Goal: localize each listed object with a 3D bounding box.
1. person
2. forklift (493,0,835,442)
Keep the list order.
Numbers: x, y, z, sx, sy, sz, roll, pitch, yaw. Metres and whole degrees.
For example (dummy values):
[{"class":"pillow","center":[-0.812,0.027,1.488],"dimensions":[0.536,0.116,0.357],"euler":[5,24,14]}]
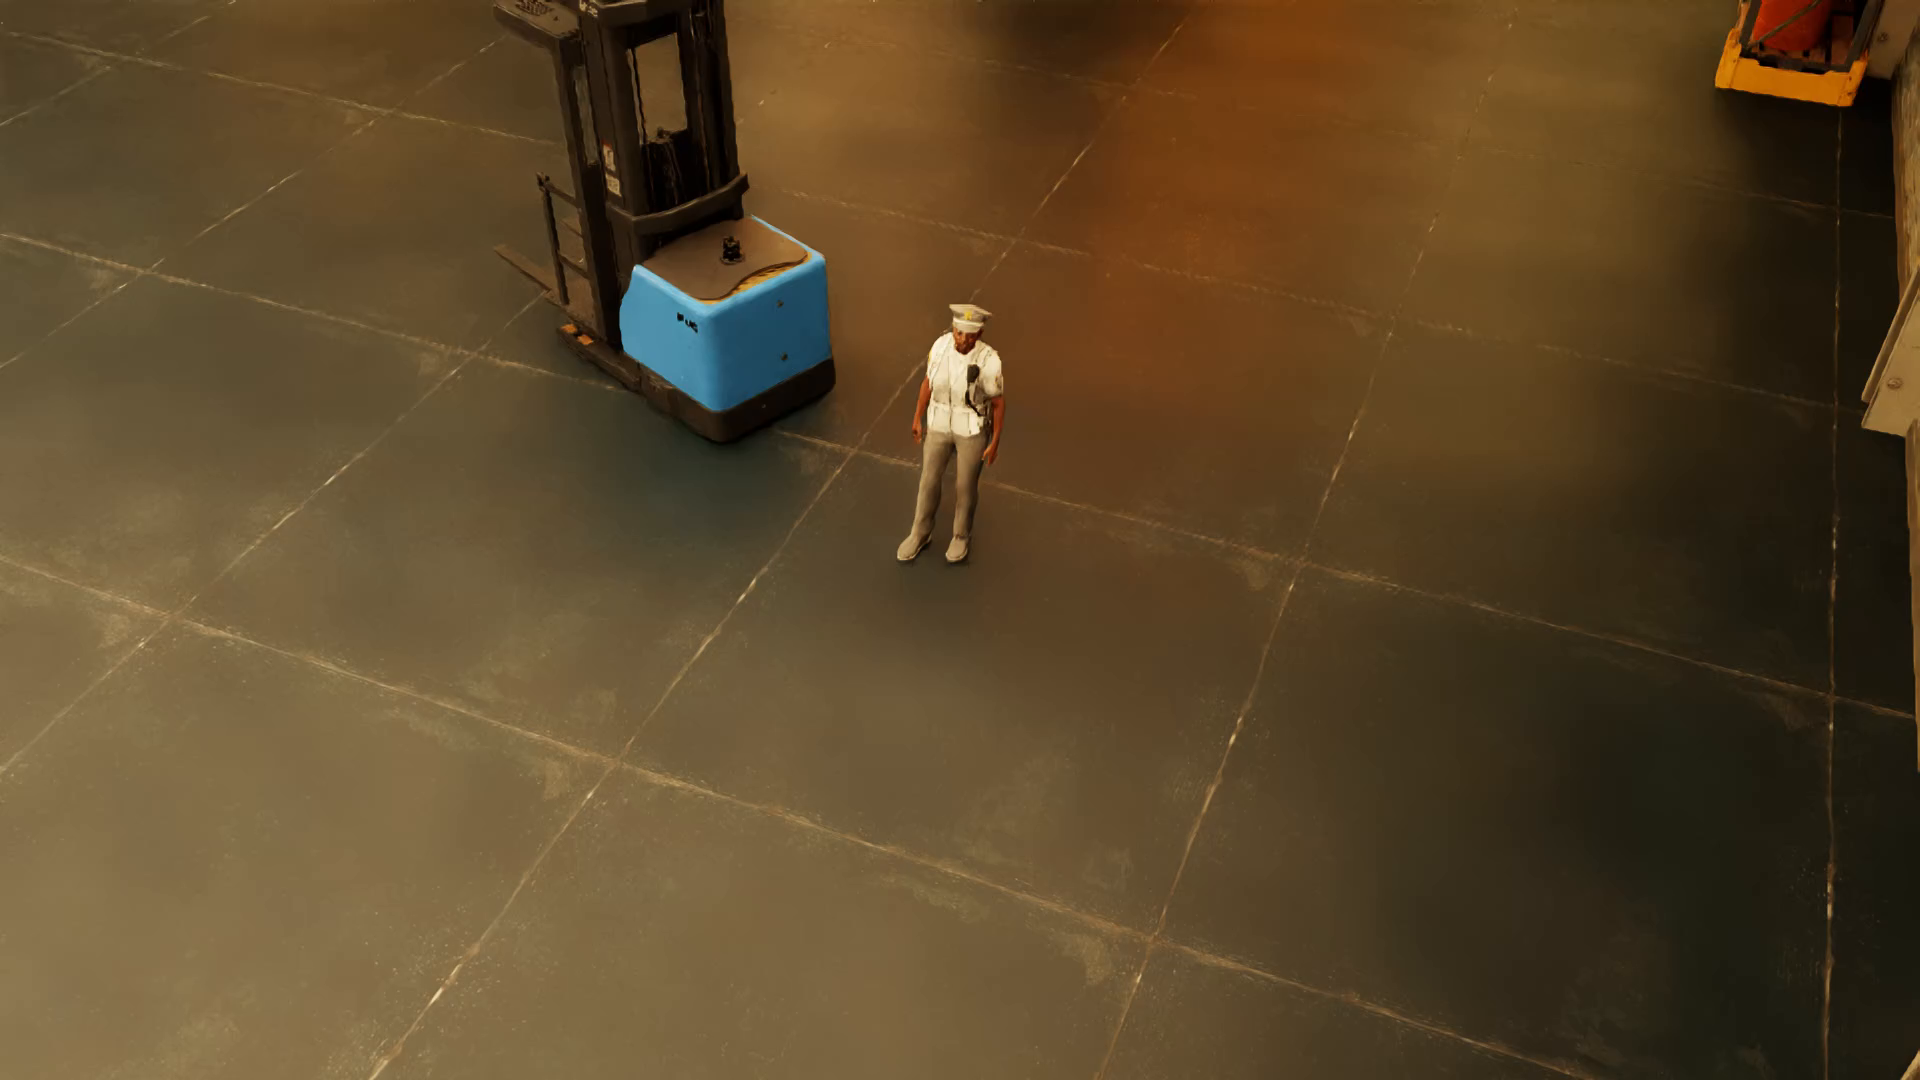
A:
[{"class":"person","center":[-0.047,-0.616,9.693],"dimensions":[0.570,1.695,0.529],"euler":[15,42,17]},{"class":"forklift","center":[-2.245,-2.620,11.137],"dimensions":[1.130,2.935,3.031],"euler":[-32,49,-32]}]
